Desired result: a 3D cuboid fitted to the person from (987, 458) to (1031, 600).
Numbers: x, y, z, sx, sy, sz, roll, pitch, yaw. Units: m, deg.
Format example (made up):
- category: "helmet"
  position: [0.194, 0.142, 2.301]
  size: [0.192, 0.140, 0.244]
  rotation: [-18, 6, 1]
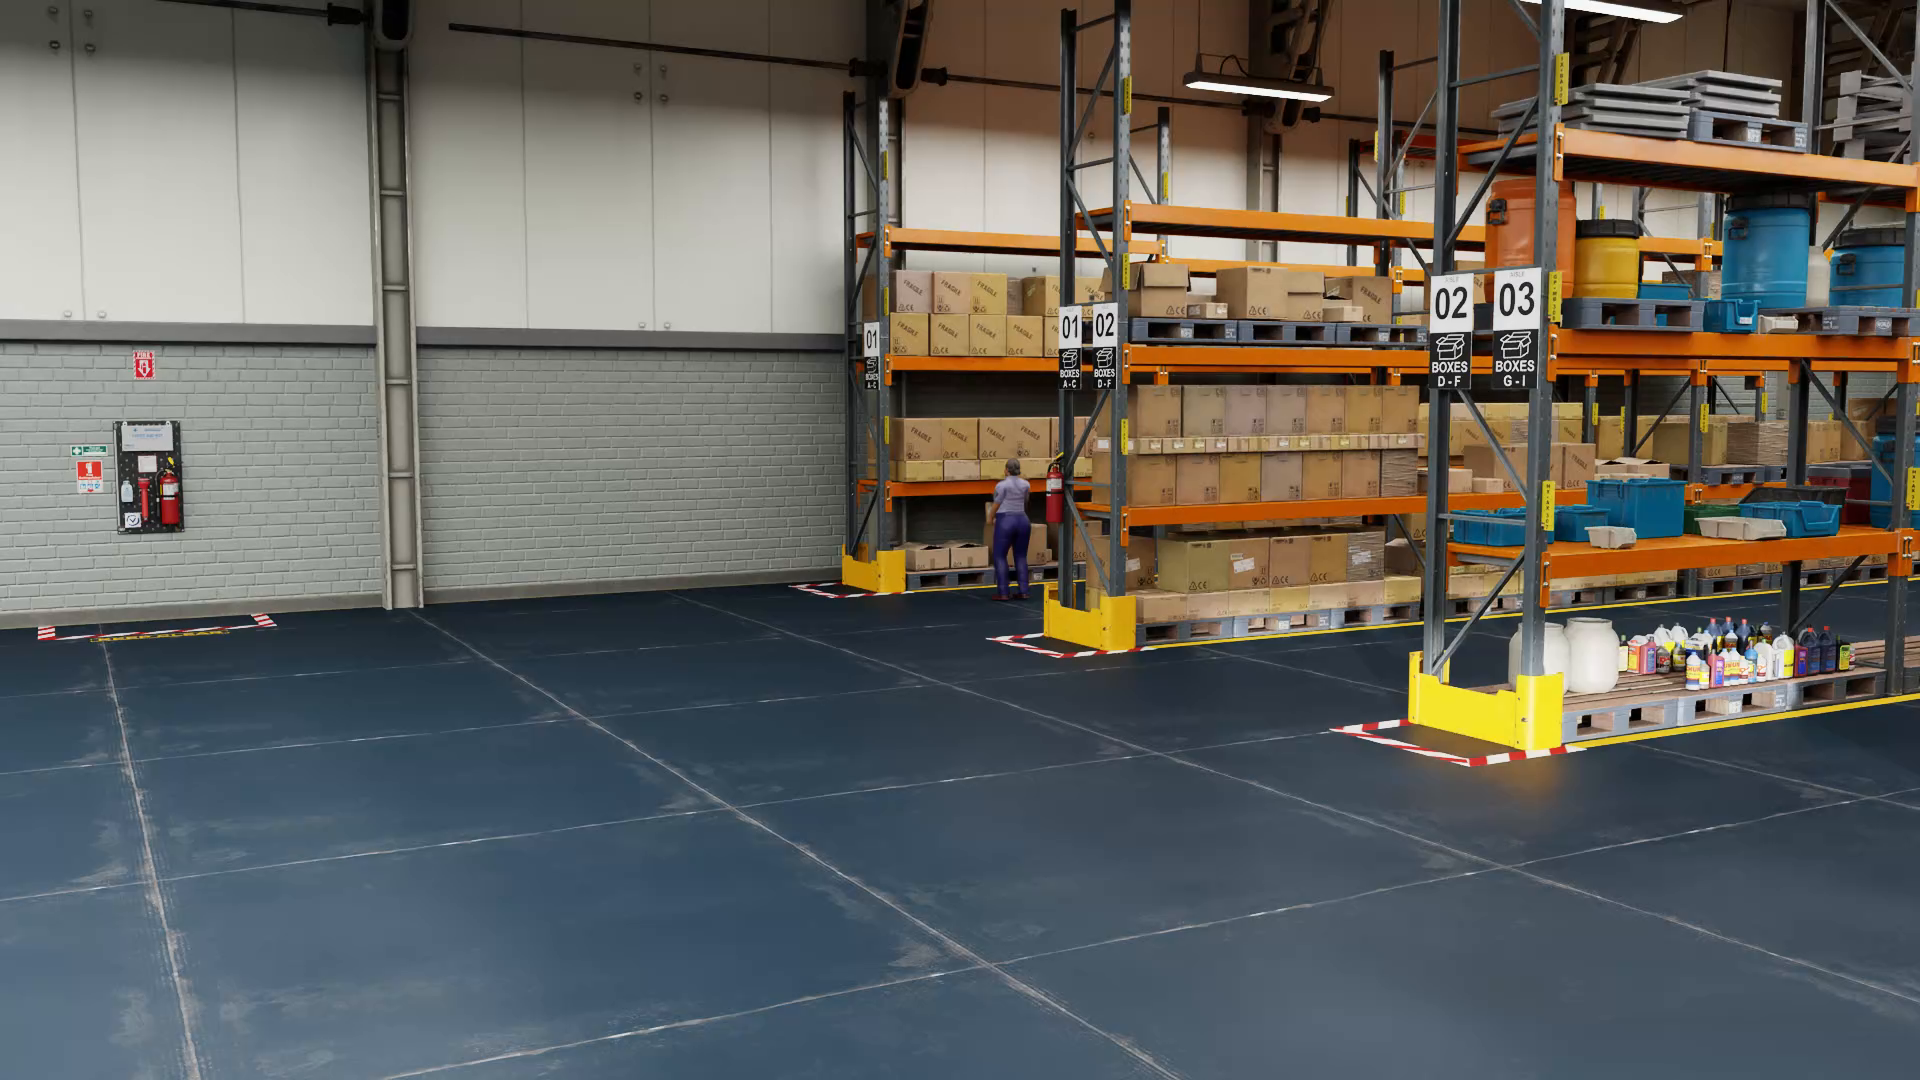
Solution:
- category: "person"
  position: [0.553, -0.128, 19.115]
  size: [0.453, 1.631, 0.517]
  rotation: [-3, 6, -28]
